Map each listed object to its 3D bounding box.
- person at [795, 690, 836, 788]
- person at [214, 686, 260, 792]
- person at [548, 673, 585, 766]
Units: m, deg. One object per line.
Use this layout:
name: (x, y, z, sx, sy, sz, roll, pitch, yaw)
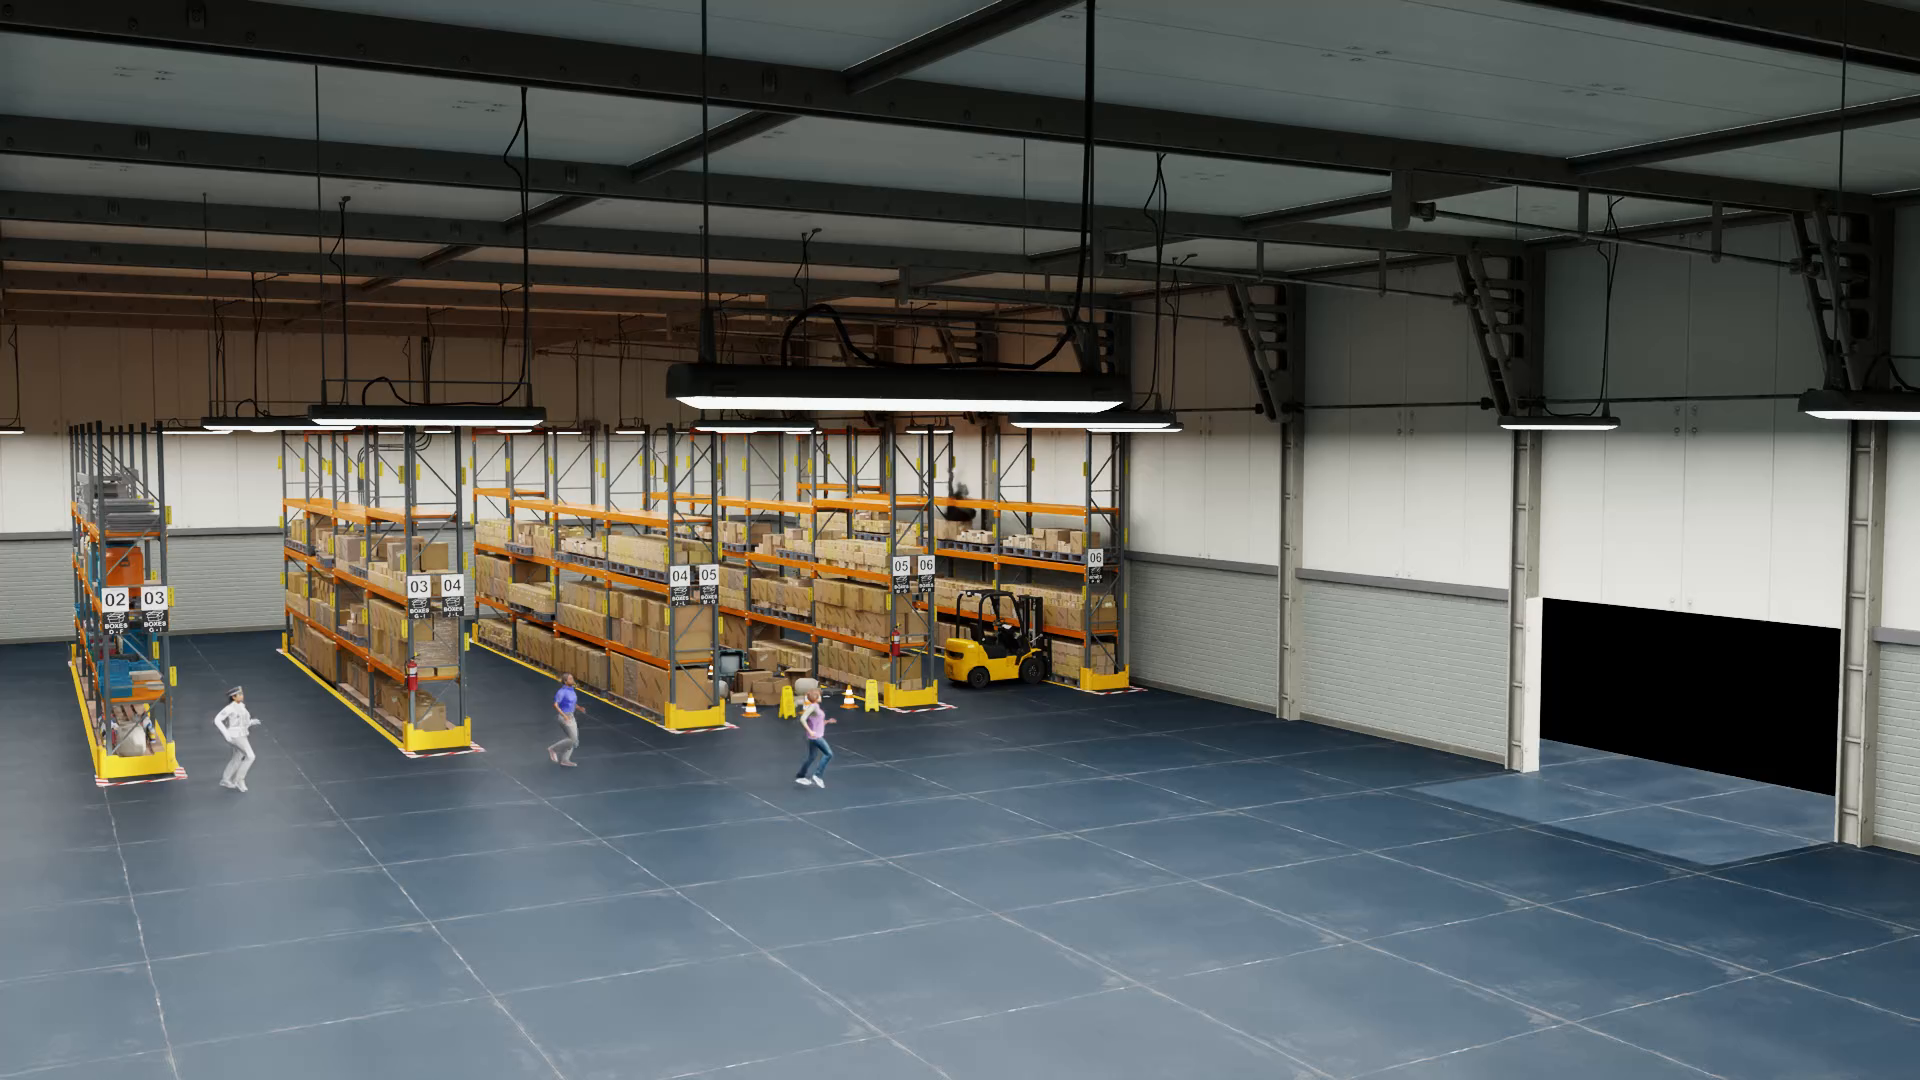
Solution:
person: (-2.351, 3.244, 27.138, 0.682, 1.617, 0.503, 0, 4, -7)
person: (-11.658, 3.218, 26.895, 0.693, 1.723, 0.573, 0, 4, -2)
person: (-6.848, 3.137, 29.005, 0.591, 1.612, 0.570, 0, 4, 7)
